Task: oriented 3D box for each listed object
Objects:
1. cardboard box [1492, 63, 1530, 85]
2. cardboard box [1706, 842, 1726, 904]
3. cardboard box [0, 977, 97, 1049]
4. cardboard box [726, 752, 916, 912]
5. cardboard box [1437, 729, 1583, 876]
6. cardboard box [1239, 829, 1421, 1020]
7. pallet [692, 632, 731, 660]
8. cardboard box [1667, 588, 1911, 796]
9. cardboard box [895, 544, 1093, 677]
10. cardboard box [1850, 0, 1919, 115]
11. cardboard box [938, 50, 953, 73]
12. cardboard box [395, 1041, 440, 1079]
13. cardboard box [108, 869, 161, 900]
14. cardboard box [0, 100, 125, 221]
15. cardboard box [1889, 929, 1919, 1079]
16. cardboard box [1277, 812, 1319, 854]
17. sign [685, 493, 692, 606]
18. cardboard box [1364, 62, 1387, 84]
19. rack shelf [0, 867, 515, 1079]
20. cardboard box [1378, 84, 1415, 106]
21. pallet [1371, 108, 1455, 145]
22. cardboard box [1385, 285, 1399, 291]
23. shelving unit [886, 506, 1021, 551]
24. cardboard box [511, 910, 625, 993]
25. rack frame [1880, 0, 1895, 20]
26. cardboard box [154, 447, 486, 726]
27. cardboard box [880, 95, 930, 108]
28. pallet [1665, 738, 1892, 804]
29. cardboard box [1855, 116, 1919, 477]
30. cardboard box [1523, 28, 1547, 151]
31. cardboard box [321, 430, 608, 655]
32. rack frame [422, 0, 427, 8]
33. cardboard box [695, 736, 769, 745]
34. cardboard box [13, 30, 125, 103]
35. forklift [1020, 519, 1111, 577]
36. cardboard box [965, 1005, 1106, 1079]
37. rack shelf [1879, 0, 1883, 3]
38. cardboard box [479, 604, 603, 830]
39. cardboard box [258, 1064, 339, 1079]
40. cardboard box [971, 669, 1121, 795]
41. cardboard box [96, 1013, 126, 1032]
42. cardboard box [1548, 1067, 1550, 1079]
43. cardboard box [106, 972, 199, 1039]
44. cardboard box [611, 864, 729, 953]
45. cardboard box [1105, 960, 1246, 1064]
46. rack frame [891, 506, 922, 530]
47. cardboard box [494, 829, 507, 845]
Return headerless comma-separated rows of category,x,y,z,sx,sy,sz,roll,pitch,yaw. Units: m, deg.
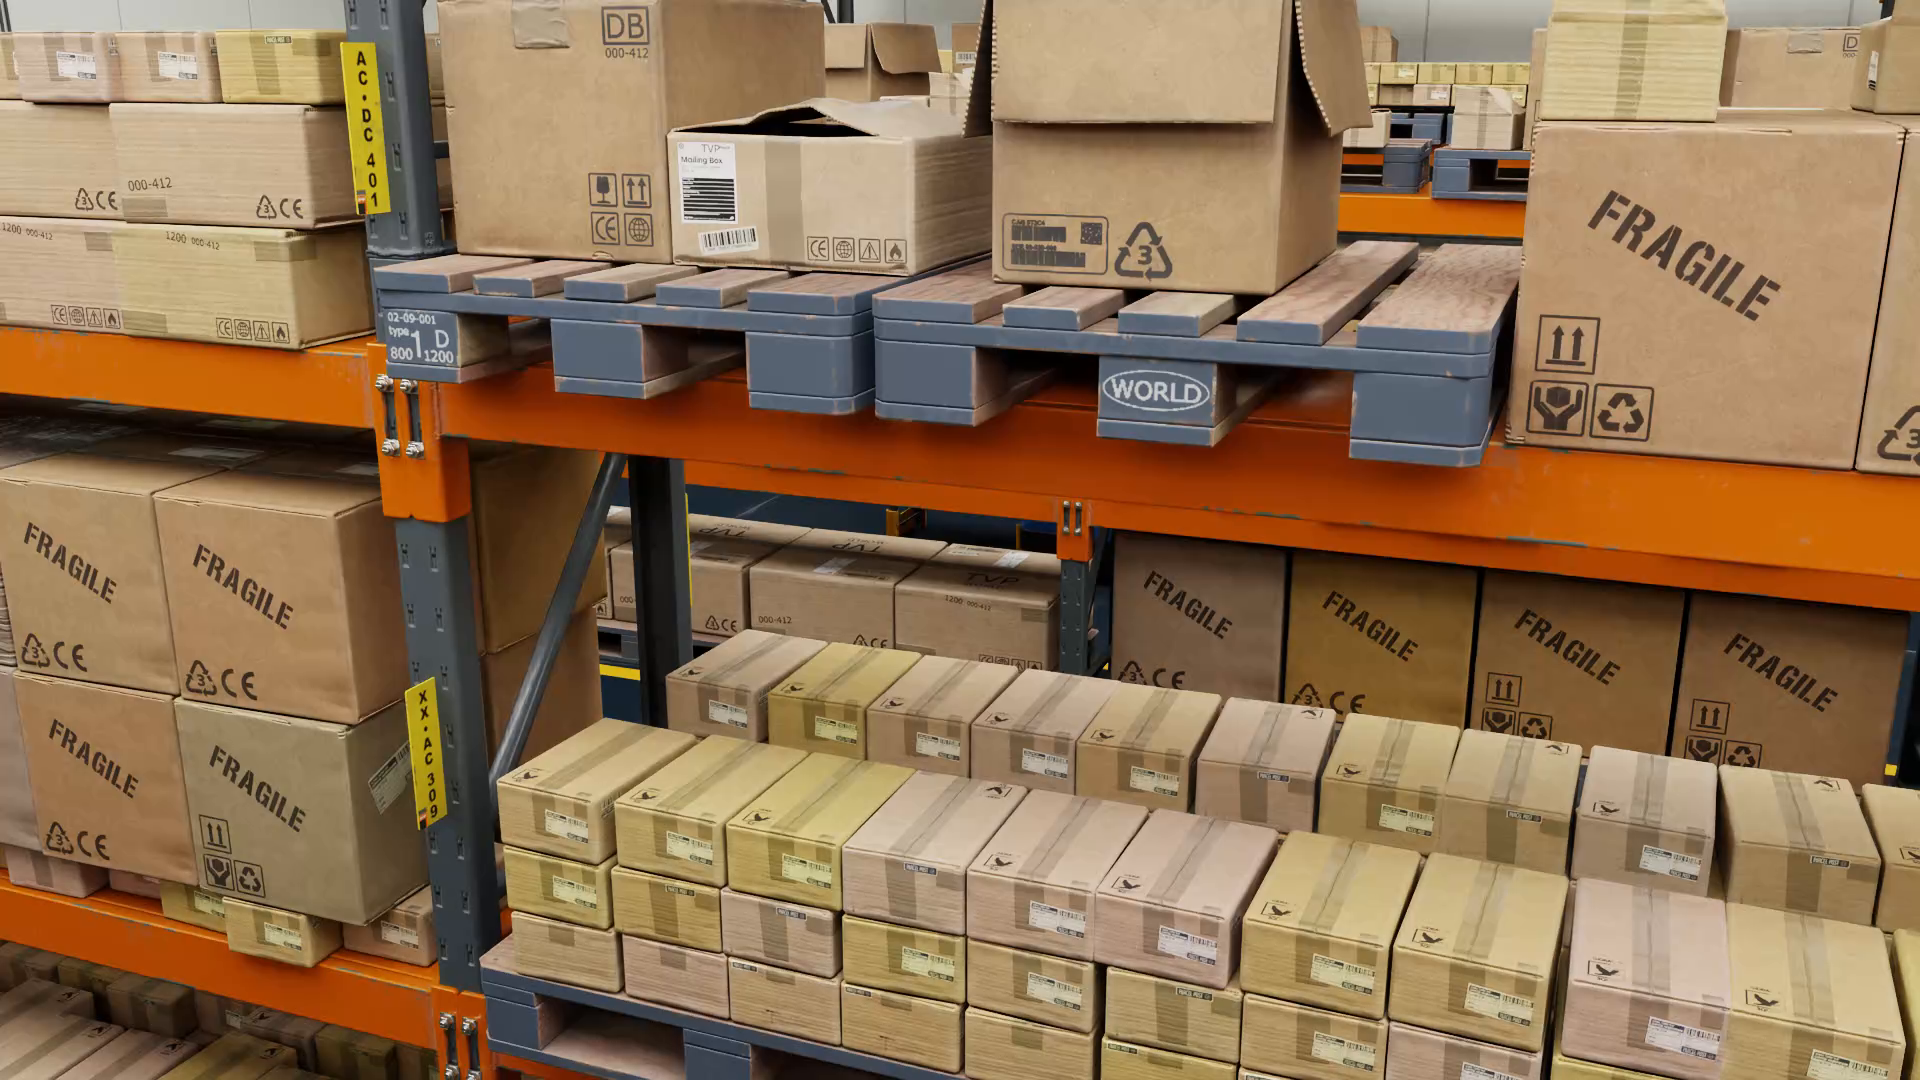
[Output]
cardboard box,3.909,-3.295,11.748,0.250,0.149,0.380,6,17,21
cardboard box,1.636,0.745,3.390,0.250,0.149,0.380,6,17,21
cardboard box,-2.829,1.486,4.969,0.250,0.149,0.380,6,17,21
cardboard box,-0.275,0.588,3.400,0.250,0.149,0.380,6,17,21
cardboard box,1.168,0.552,3.523,0.250,0.149,0.380,7,18,22
cardboard box,0.682,0.692,3.039,0.250,0.149,0.380,7,18,22
pallet,-1.067,0.563,9.854,1.213,0.211,1.003,6,17,21
cardboard box,3.860,0.582,7.845,0.875,0.875,0.875,6,17,20
cardboard box,0.206,0.383,9.315,0.875,0.438,0.875,6,17,20
cardboard box,1.743,-0.888,2.918,0.258,0.266,0.396,6,17,21
cardboard box,0.107,-3.786,13.294,0.500,0.250,0.500,6,17,20
cardboard box,-1.450,1.490,4.954,0.250,0.149,0.380,7,18,23
cardboard box,-2.044,0.808,4.461,0.250,0.149,0.380,6,17,19
cardboard box,-1.974,-0.905,3.904,0.500,0.250,0.500,6,17,18
cardboard box,1.649,0.799,2.671,0.250,0.149,0.380,7,18,22
cardboard box,0.699,0.640,3.751,0.250,0.149,0.380,6,17,21
sign,-0.771,0.041,4.577,0.005,0.325,0.100,6,17,21
cardboard box,2.960,-3.400,12.110,0.250,0.149,0.380,7,17,22
rack shelf,-2.832,0.882,5.046,4.000,0.370,1.077,6,17,21
cardboard box,3.200,-3.241,12.095,0.250,0.149,0.380,6,17,21
pallet,3.150,-3.106,12.450,1.003,0.211,1.213,6,17,21
cardboard box,2.207,-0.993,8.241,0.500,0.500,0.500,7,18,22
shelving unit,0.071,-0.712,11.938,1.083,1.500,0.587,6,17,21
cardboard box,-0.774,0.819,3.668,0.250,0.149,0.380,5,17,18
rack frame,6.290,-4.313,10.889,0.127,3.000,1.000,6,17,21
cardboard box,-1.508,0.092,3.971,0.500,0.500,0.500,6,17,19
cardboard box,-0.207,-2.132,8.276,0.250,0.149,0.380,7,17,22
pallet,3.766,1.095,8.024,1.213,0.211,1.003,6,17,21
cardboard box,1.655,-0.379,2.538,0.500,0.500,0.500,6,17,21
cardboard box,2.726,-1.939,7.161,0.500,0.500,0.500,6,17,21
cardboard box,-1.302,-0.039,4.423,0.500,0.500,0.500,7,17,22
rack frame,-2.970,-3.843,9.272,0.127,3.000,1.000,6,17,21
cardboard box,-0.529,0.507,4.212,0.250,0.149,0.380,7,18,22
cardboard box,-1.855,-1.059,3.717,0.250,0.149,0.380,6,17,21
forklift,1.970,-1.139,10.839,3.031,2.935,1.130,7,18,24
cardboard box,0.188,0.925,3.305,0.250,0.149,0.380,5,17,18
rack shelf,4.429,-3.980,11.750,4.000,0.370,1.077,6,17,21
cardboard box,-1.340,0.434,4.585,0.500,0.500,0.500,6,17,20
cardboard box,-1.884,1.614,4.526,0.250,0.149,0.380,6,17,20
cardboard box,0.208,0.446,3.889,0.250,0.149,0.380,6,17,20
cardboard box,-2.628,1.491,5.486,0.250,0.149,0.380,6,17,21
cardboard box,1.171,1.032,2.935,0.250,0.149,0.380,5,17,18
cardboard box,-2.445,1.403,5.255,0.250,0.149,0.380,6,17,18
cardboard box,-0.532,0.703,3.537,0.250,0.149,0.380,6,17,20
cardboard box,0.449,0.810,3.169,0.250,0.149,0.380,6,17,20
rack frame,-0.394,-0.764,12.114,0.032,1.500,0.500,6,17,21
cardboard box,-1.115,0.748,4.668,0.250,0.149,0.380,7,18,23
